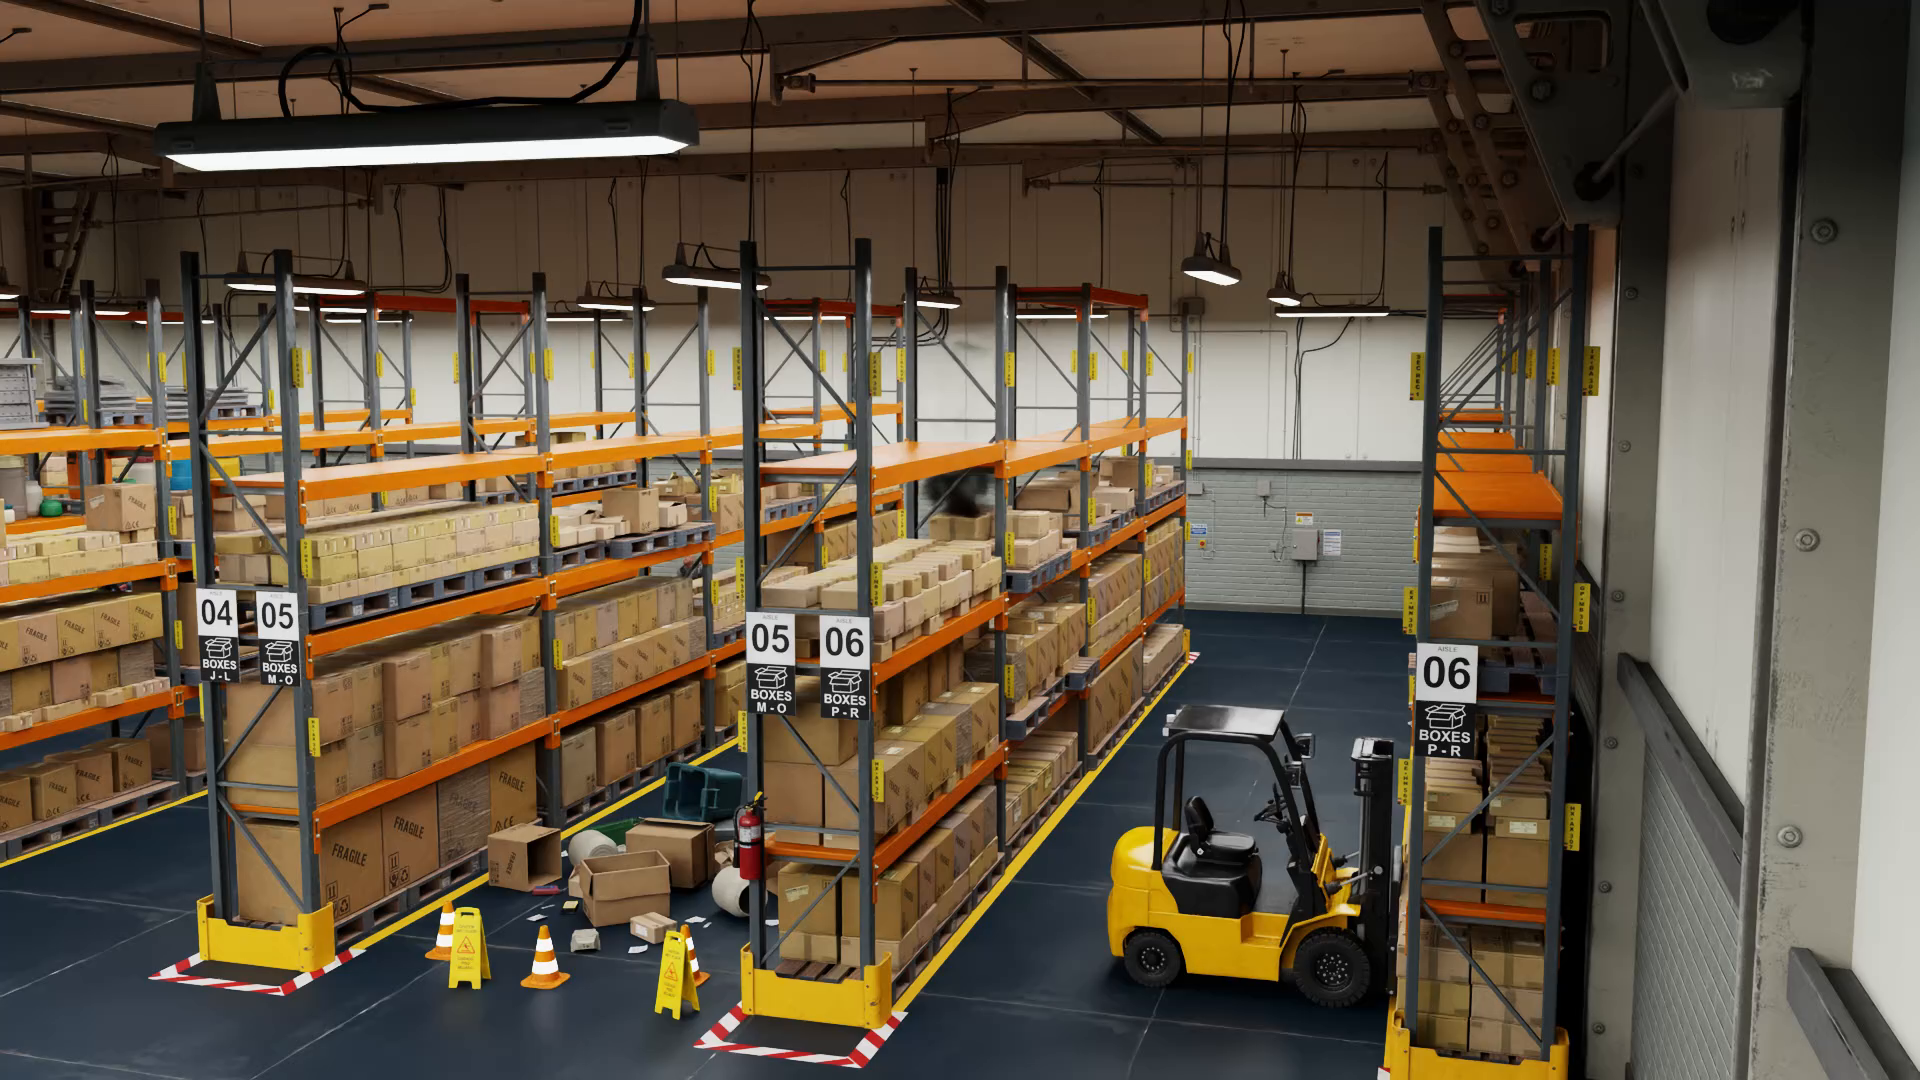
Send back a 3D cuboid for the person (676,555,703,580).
[{"bbox_3d":[-4.731,1.024,29.726,0.711,1.634,0.563,1,6,7],"label":"person"}]
